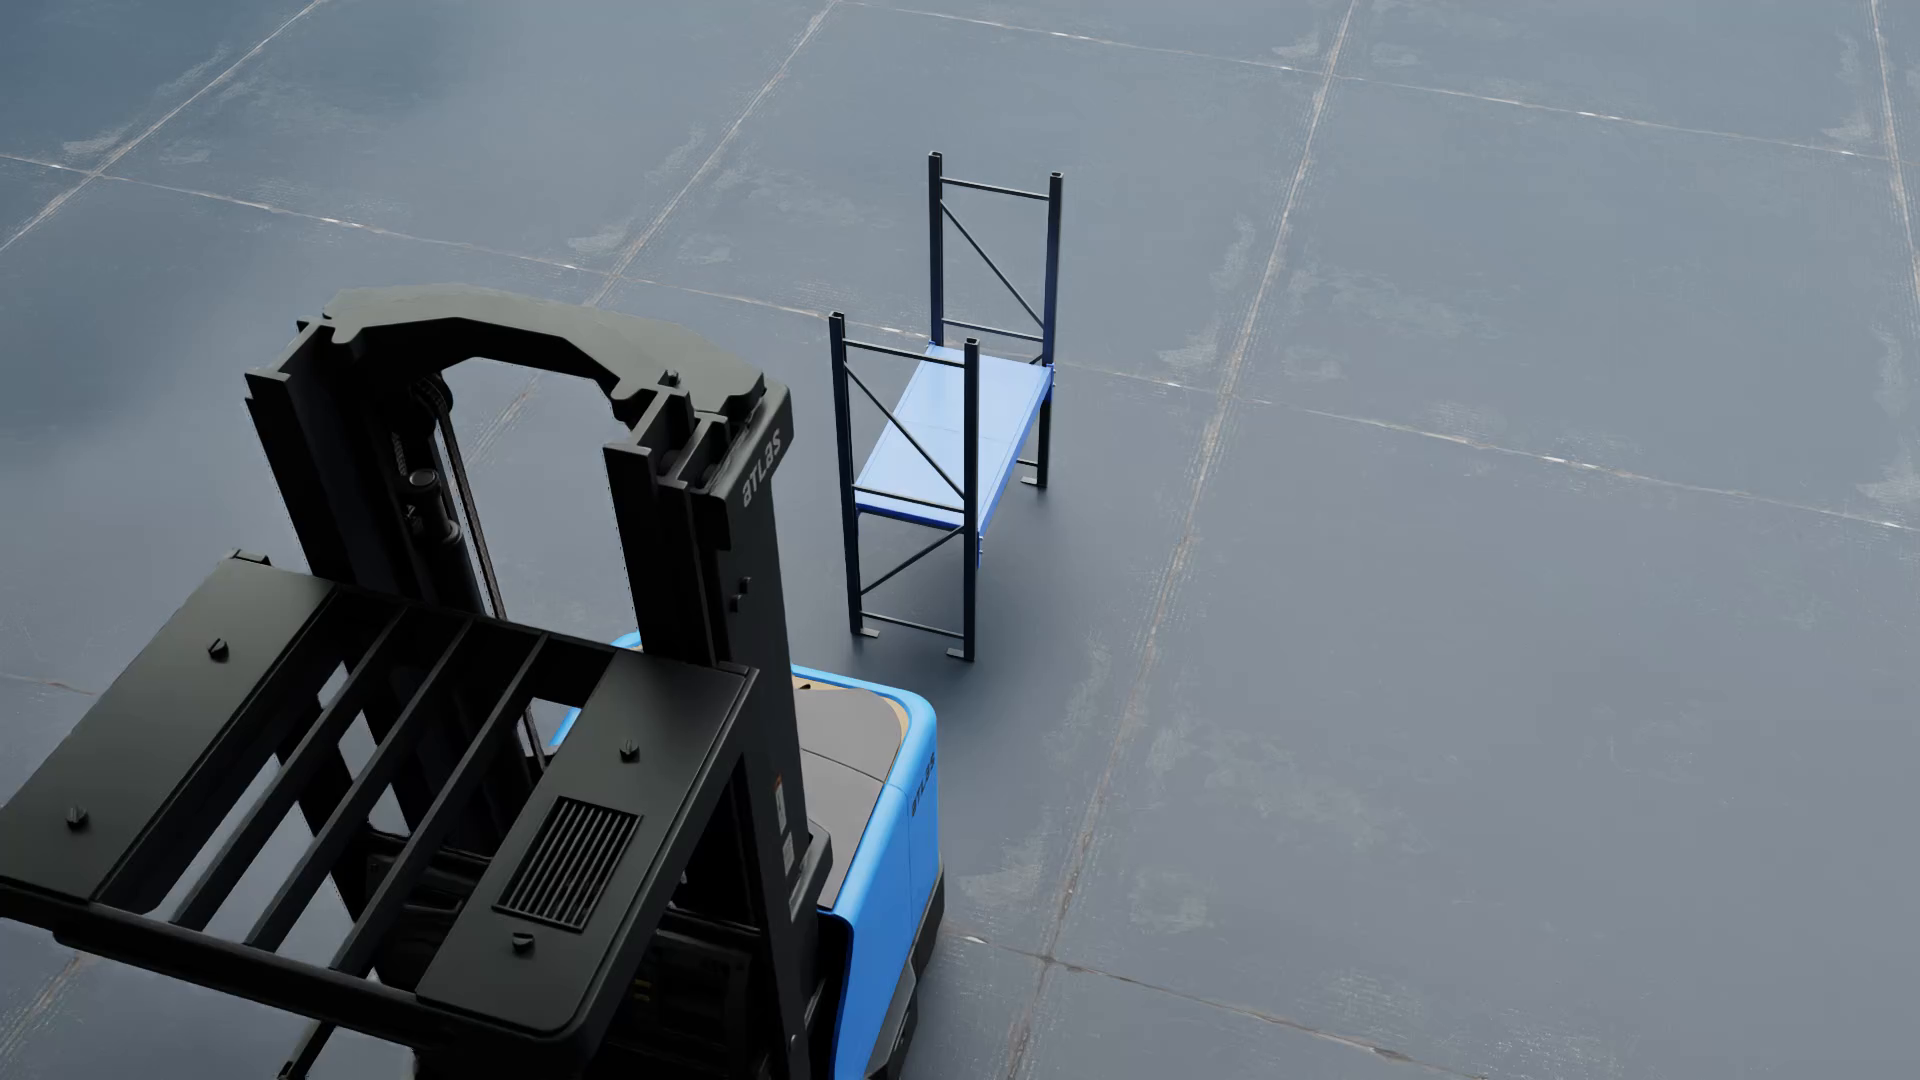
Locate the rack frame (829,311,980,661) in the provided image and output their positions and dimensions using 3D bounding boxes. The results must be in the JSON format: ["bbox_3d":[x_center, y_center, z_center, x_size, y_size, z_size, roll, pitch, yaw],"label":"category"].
[{"bbox_3d":[-0.180,-0.140,5.821,0.500,1.500,0.032,13,46,12],"label":"rack frame"}]

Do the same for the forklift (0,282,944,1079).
[{"bbox_3d":[-0.962,1.061,3.571,1.130,2.935,3.031,12,46,12],"label":"forklift"}]

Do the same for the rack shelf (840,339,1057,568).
[{"bbox_3d":[-0.026,-0.351,6.293,0.538,0.185,1.000,13,46,12],"label":"rack shelf"}]

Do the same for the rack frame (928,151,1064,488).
[{"bbox_3d":[0.128,-0.818,6.514,0.500,1.500,0.032,13,46,12],"label":"rack frame"}]

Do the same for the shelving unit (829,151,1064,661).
[{"bbox_3d":[-0.026,-0.479,6.167,0.538,1.500,1.048,13,46,12],"label":"shelving unit"}]
